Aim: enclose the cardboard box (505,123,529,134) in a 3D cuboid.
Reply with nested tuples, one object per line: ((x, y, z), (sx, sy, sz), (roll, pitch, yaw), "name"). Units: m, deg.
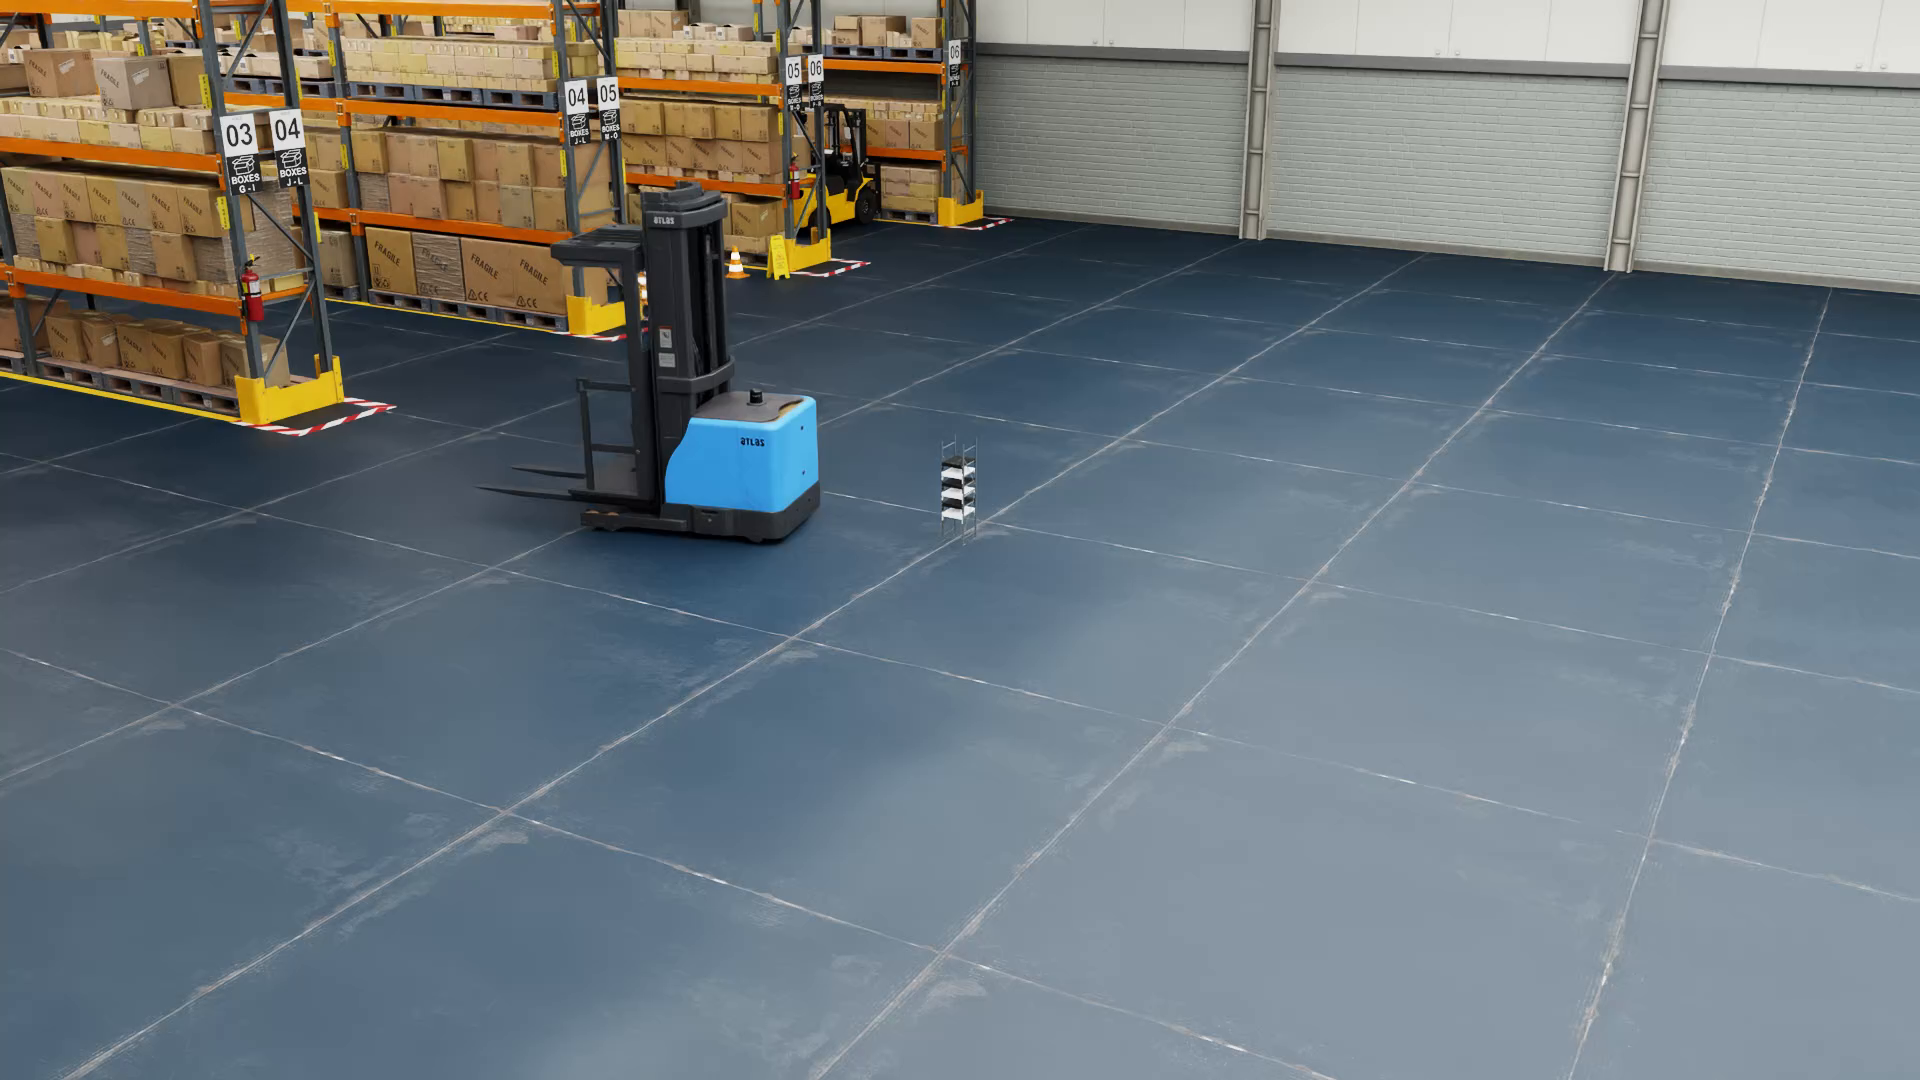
((-7.313, -6.998, 28.059), (0.500, 0.500, 0.500), (12, 23, 29), "cardboard box")

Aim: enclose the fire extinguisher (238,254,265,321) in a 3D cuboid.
((-7.382, -2.627, 17.323), (0.183, 0.674, 0.296), (11, 23, 27), "fire extinguisher")

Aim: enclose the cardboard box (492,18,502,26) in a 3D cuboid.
((-9.278, -10.546, 33.811), (0.250, 0.149, 0.380), (11, 23, 28), "cardboard box")

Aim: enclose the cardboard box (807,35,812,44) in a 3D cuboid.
((-2.585, -9.157, 30.418), (0.250, 0.149, 0.380), (12, 23, 29), "cardboard box")

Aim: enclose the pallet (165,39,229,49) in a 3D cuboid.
((-14.671, -9.477, 31.823), (1.213, 0.211, 1.003), (11, 23, 27), "pallet")

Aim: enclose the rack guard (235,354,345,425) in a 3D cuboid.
((-7.324, -1.658, 18.202), (0.348, 0.500, 1.175), (11, 23, 27), "rack guard")

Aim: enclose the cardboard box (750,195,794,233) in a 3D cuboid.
((-3.015, -5.248, 26.750), (0.500, 0.500, 0.500), (10, 22, 26), "cardboard box")

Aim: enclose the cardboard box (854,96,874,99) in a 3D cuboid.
((-1.765, -8.168, 30.951), (0.250, 0.149, 0.380), (12, 23, 29), "cardboard box")

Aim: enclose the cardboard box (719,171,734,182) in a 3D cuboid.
((-3.583, -5.743, 26.166), (0.250, 0.149, 0.380), (11, 23, 28), "cardboard box")

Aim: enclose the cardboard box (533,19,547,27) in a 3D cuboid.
((-8.347, -10.389, 33.408), (0.250, 0.149, 0.380), (10, 22, 26), "cardboard box")

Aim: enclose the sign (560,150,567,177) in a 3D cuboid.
((-5.027, -4.776, 21.088), (0.005, 0.325, 0.100), (11, 23, 27), "sign")

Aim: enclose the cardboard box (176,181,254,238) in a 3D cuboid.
((-7.858, -3.495, 17.552), (0.500, 0.500, 0.500), (11, 23, 27), "cardboard box")

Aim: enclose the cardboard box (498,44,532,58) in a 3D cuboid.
((-5.651, -6.231, 21.181), (0.250, 0.149, 0.380), (11, 23, 28), "cardboard box")

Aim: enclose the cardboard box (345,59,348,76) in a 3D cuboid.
((-8.648, -6.711, 23.503), (0.396, 0.266, 0.258), (10, 22, 26), "cardboard box")

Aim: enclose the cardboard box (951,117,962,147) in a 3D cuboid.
((-0.304, -7.461, 30.387), (0.500, 0.500, 0.500), (12, 23, 29), "cardboard box")

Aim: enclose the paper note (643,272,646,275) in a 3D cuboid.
((-4.889, -4.120, 25.694), (0.148, 0.019, 0.142), (-16, 26, -38), "paper note")

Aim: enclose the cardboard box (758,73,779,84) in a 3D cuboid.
((-2.872, -7.038, 25.339), (0.250, 0.149, 0.380), (11, 23, 28), "cardboard box")

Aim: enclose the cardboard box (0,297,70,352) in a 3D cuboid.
((-11.275, -2.625, 20.225), (0.500, 0.500, 0.700), (9, 22, 23), "cardboard box")

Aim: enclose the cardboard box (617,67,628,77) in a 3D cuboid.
((-5.292, -7.534, 26.706), (0.250, 0.149, 0.380), (11, 23, 27), "cardboard box")

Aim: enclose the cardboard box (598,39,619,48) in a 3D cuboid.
((-5.560, -7.918, 26.595), (0.250, 0.149, 0.380), (12, 23, 29), "cardboard box")

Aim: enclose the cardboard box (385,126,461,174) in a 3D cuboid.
((-7.400, -5.395, 23.035), (0.550, 0.550, 0.875), (11, 23, 27), "cardboard box")

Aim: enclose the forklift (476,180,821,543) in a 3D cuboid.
((-2.835, -1.620, 14.532), (3.031, 2.935, 1.130), (5, 21, 15), "forklift")

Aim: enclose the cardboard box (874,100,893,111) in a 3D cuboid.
((-1.357, -7.878, 30.151), (0.250, 0.149, 0.380), (11, 23, 29), "cardboard box")

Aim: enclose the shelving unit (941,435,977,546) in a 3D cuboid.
((-0.007, -0.424, 14.215), (0.210, 0.900, 0.258), (11, 23, 27), "shelving unit")

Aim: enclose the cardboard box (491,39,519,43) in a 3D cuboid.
((-5.996, -6.553, 22.069), (0.250, 0.149, 0.380), (10, 22, 27), "cardboard box")

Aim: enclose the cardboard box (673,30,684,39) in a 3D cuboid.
((-5.281, -9.671, 31.834), (0.250, 0.149, 0.380), (10, 22, 27), "cardboard box")

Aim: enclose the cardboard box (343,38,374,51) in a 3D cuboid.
((-8.090, -6.695, 22.459), (0.250, 0.149, 0.380), (11, 23, 28), "cardboard box")

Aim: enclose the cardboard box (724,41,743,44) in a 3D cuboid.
((-3.497, -7.731, 26.078), (0.250, 0.149, 0.380), (11, 23, 27), "cardboard box")

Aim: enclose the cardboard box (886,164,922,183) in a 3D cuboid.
((-1.010, -6.690, 30.360), (0.500, 0.250, 0.500), (11, 23, 28), "cardboard box")

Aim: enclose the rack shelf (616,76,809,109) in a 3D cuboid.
((-4.171, -7.175, 26.402), (4.000, 0.370, 1.077), (11, 23, 27), "rack shelf")

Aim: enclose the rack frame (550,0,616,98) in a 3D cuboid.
((-4.750, -7.100, 20.742), (0.127, 3.000, 1.000), (11, 23, 27), "rack frame")

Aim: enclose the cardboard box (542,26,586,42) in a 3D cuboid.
((-6.485, -8.266, 27.226), (0.500, 0.250, 0.500), (11, 23, 29), "cardboard box")

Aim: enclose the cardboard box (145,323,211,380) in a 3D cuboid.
((-8.870, -2.150, 18.944), (0.500, 0.500, 0.500), (13, 24, 32), "cardboard box")

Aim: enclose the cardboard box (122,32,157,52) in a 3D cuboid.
((-12.214, -7.417, 24.746), (0.258, 0.266, 0.396), (11, 23, 27), "cardboard box")

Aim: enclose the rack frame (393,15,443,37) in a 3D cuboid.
((-9.409, -9.921, 28.518), (0.127, 3.000, 1.000), (11, 23, 27), "rack frame")

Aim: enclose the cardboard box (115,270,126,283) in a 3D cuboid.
((-9.152, -2.968, 18.518), (0.250, 0.149, 0.380), (11, 23, 27), "cardboard box")

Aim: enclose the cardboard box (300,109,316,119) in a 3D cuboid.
((-11.762, -7.964, 30.307), (0.500, 0.500, 0.500), (10, 22, 26), "cardboard box")

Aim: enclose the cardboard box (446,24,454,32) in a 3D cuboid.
((-10.416, -10.613, 34.430), (0.250, 0.149, 0.380), (11, 23, 28), "cardboard box")

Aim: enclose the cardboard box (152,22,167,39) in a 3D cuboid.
((-15.110, -9.780, 31.897), (0.500, 0.311, 0.500), (11, 23, 28), "cardboard box")

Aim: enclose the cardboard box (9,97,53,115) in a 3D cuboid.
((-10.350, -4.842, 18.552), (0.250, 0.149, 0.380), (10, 22, 25), "cardboard box")

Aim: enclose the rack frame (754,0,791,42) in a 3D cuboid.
((-3.499, -10.734, 30.760), (0.127, 3.000, 1.000), (11, 23, 27), "rack frame")

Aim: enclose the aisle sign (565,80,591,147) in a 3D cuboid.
((-4.835, -5.401, 21.043), (0.004, 0.787, 0.394), (11, 23, 27), "aisle sign")

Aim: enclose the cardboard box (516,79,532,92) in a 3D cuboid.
((-5.425, -5.813, 21.198), (0.250, 0.149, 0.380), (11, 23, 28), "cardboard box")

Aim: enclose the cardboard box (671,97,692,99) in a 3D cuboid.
((-5.450, -8.564, 32.478), (0.250, 0.149, 0.380), (11, 23, 27), "cardboard box")

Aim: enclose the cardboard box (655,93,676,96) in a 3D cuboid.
((-5.881, -8.846, 33.254), (0.250, 0.149, 0.380), (10, 22, 26), "cardboard box")

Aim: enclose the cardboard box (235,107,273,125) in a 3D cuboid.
((-7.385, -4.462, 17.503), (0.250, 0.149, 0.380), (11, 22, 27), "cardboard box")

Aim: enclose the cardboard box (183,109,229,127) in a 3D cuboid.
((-7.822, -4.379, 17.273), (0.250, 0.149, 0.380), (10, 22, 26), "cardboard box")

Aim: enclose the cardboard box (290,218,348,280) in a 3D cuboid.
((-9.669, -4.323, 24.567), (0.750, 0.750, 1.050), (11, 23, 27), "cardboard box")

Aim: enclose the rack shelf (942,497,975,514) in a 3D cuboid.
((-0.007, -0.308, 14.257), (0.200, 0.077, 0.258), (11, 23, 27), "rack shelf")

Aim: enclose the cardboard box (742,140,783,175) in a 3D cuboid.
((-3.033, -5.965, 25.829), (0.500, 0.500, 0.500), (10, 22, 26), "cardboard box")

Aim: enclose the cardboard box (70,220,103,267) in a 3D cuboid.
((-9.482, -3.432, 18.845), (0.500, 0.500, 0.875), (11, 23, 27), "cardboard box")

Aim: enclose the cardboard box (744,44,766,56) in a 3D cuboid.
((-3.070, -7.460, 25.332), (0.250, 0.149, 0.380), (11, 23, 28), "cardboard box")

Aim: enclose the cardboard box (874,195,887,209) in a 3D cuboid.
((-1.433, -6.309, 30.775), (0.500, 0.250, 0.500), (11, 23, 28), "cardboard box")

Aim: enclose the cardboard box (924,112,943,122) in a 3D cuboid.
((-0.446, -7.575, 29.750), (0.250, 0.149, 0.380), (11, 23, 28), "cardboard box")

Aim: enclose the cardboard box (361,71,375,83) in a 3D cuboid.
((-7.863, -6.277, 22.478), (0.250, 0.149, 0.380), (11, 23, 28), "cardboard box")

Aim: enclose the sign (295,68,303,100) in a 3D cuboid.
((-6.993, -4.803, 17.525), (0.005, 0.325, 0.100), (11, 23, 27), "sign")

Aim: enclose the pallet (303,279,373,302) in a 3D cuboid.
((-8.953, -3.740, 24.366), (1.213, 0.211, 1.003), (11, 23, 27), "pallet")
